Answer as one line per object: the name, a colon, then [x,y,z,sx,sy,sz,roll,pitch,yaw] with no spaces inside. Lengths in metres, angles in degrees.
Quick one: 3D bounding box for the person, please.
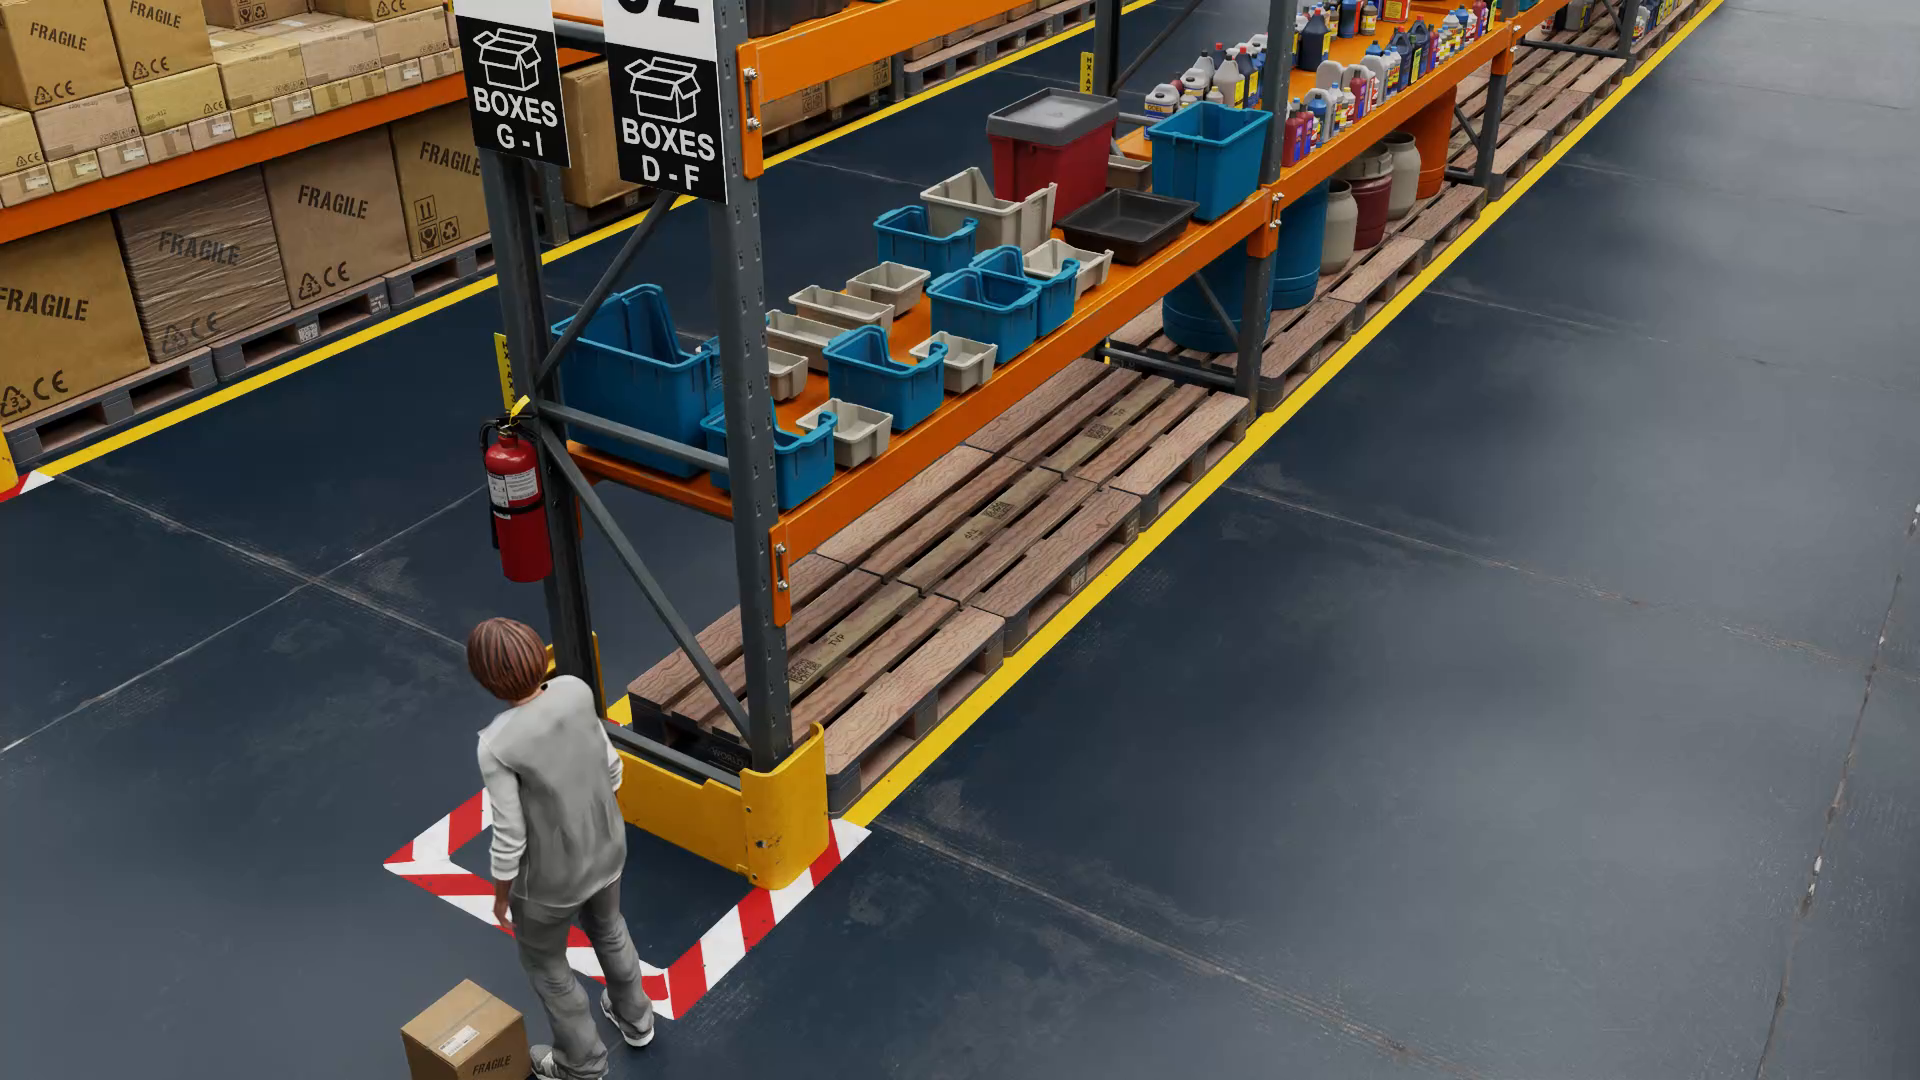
person: [-1.125,0.902,4.679,0.328,1.592,0.479,20,36,30]
